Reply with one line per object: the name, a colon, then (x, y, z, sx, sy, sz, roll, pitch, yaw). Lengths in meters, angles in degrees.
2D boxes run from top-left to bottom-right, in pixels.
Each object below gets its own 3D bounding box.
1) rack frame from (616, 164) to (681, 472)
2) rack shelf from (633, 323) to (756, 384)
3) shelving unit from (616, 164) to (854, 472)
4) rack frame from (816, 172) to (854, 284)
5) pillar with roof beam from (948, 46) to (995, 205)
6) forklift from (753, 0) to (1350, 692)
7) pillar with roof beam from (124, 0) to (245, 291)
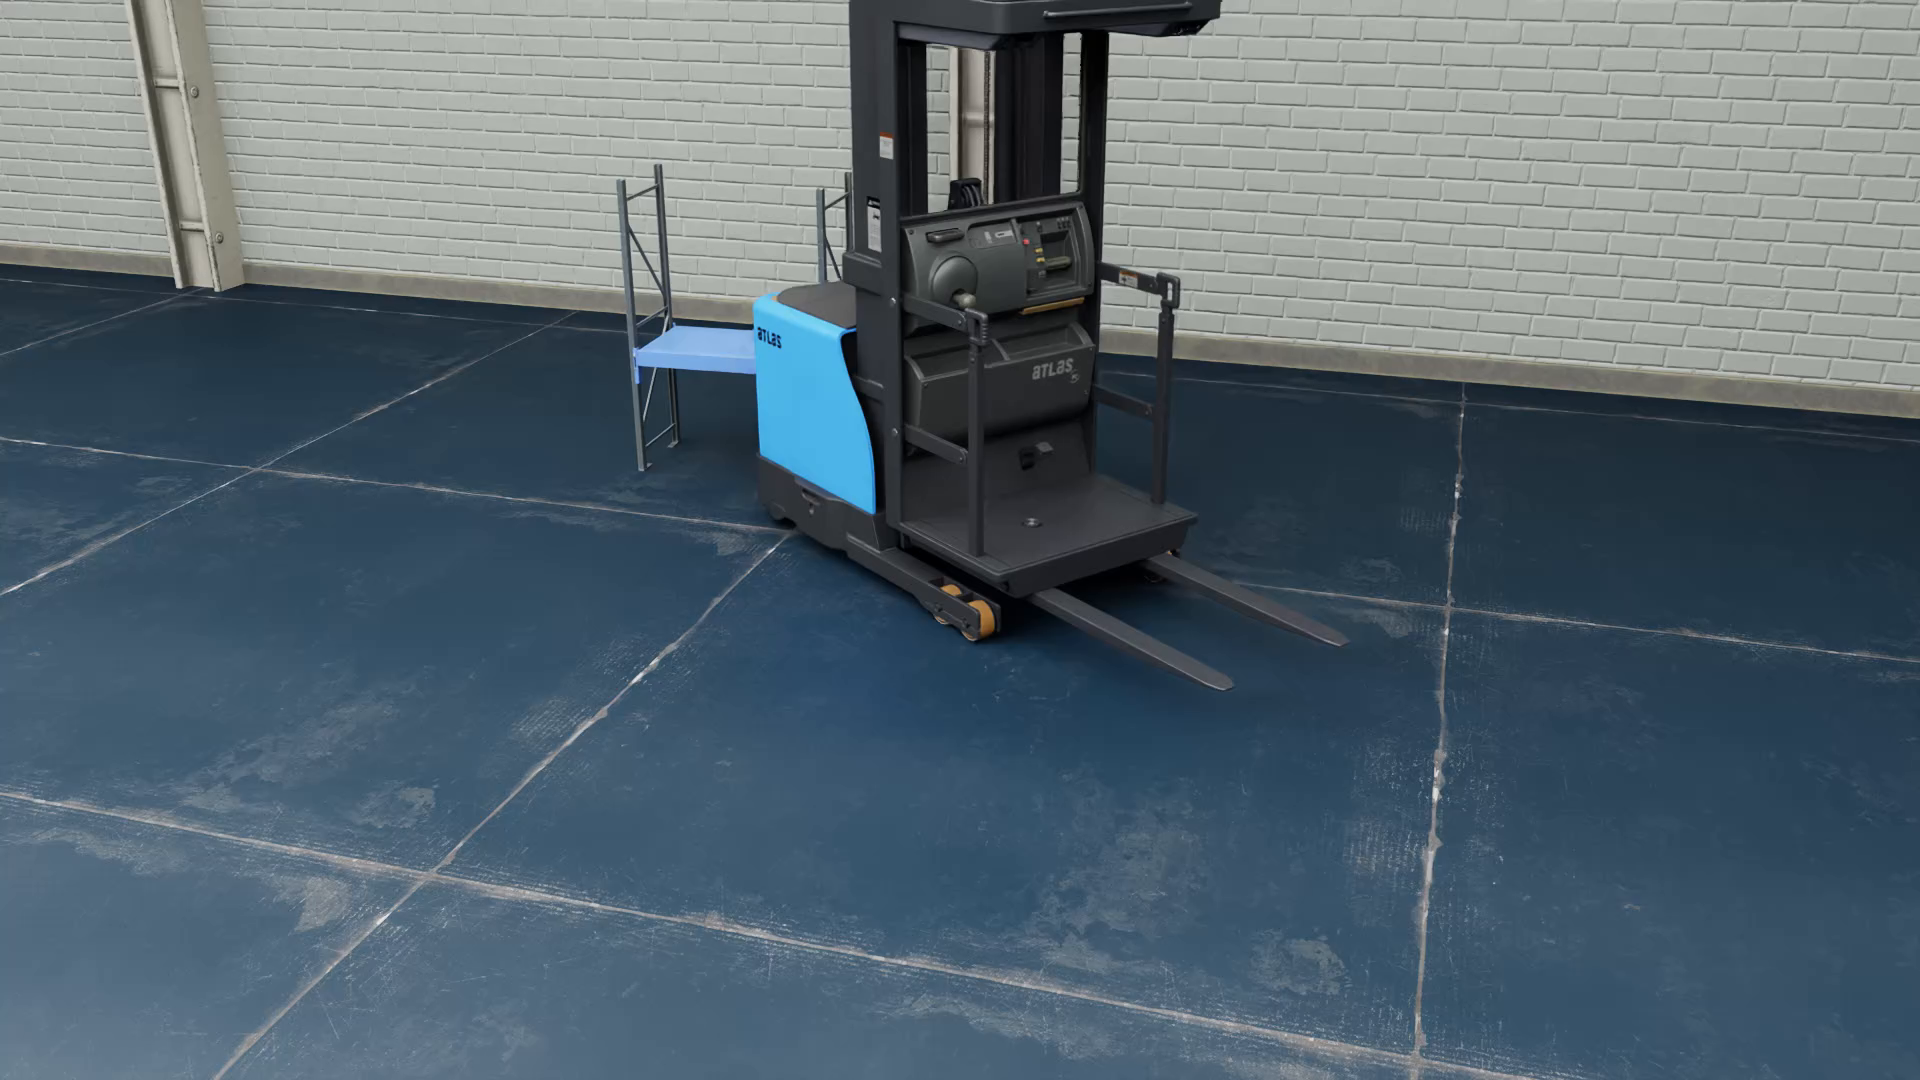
rack frame: (-1.598, -1.142, 8.578, 0.032, 1.500, 0.500, 5, 23, 12)
rack shelf: (-1.103, -0.931, 8.537, 1.000, 0.185, 0.538, 5, 23, 12)
shelving unit: (-1.103, -1.097, 8.468, 1.048, 1.500, 0.538, 5, 23, 12)
rack frame: (-0.609, -1.052, 8.359, 0.032, 1.500, 0.500, 5, 23, 12)
pillar with roof beam: (-1.082, -3.846, 5.288, 0.400, 9.000, 9.100, 7, 23, 16)
forklift: (0.302, -1.154, 6.721, 1.130, 2.935, 3.031, -16, 27, -33)
pillar with roof beam: (-6.826, -4.503, 6.891, 0.400, 9.000, 9.100, 7, 23, 16)
